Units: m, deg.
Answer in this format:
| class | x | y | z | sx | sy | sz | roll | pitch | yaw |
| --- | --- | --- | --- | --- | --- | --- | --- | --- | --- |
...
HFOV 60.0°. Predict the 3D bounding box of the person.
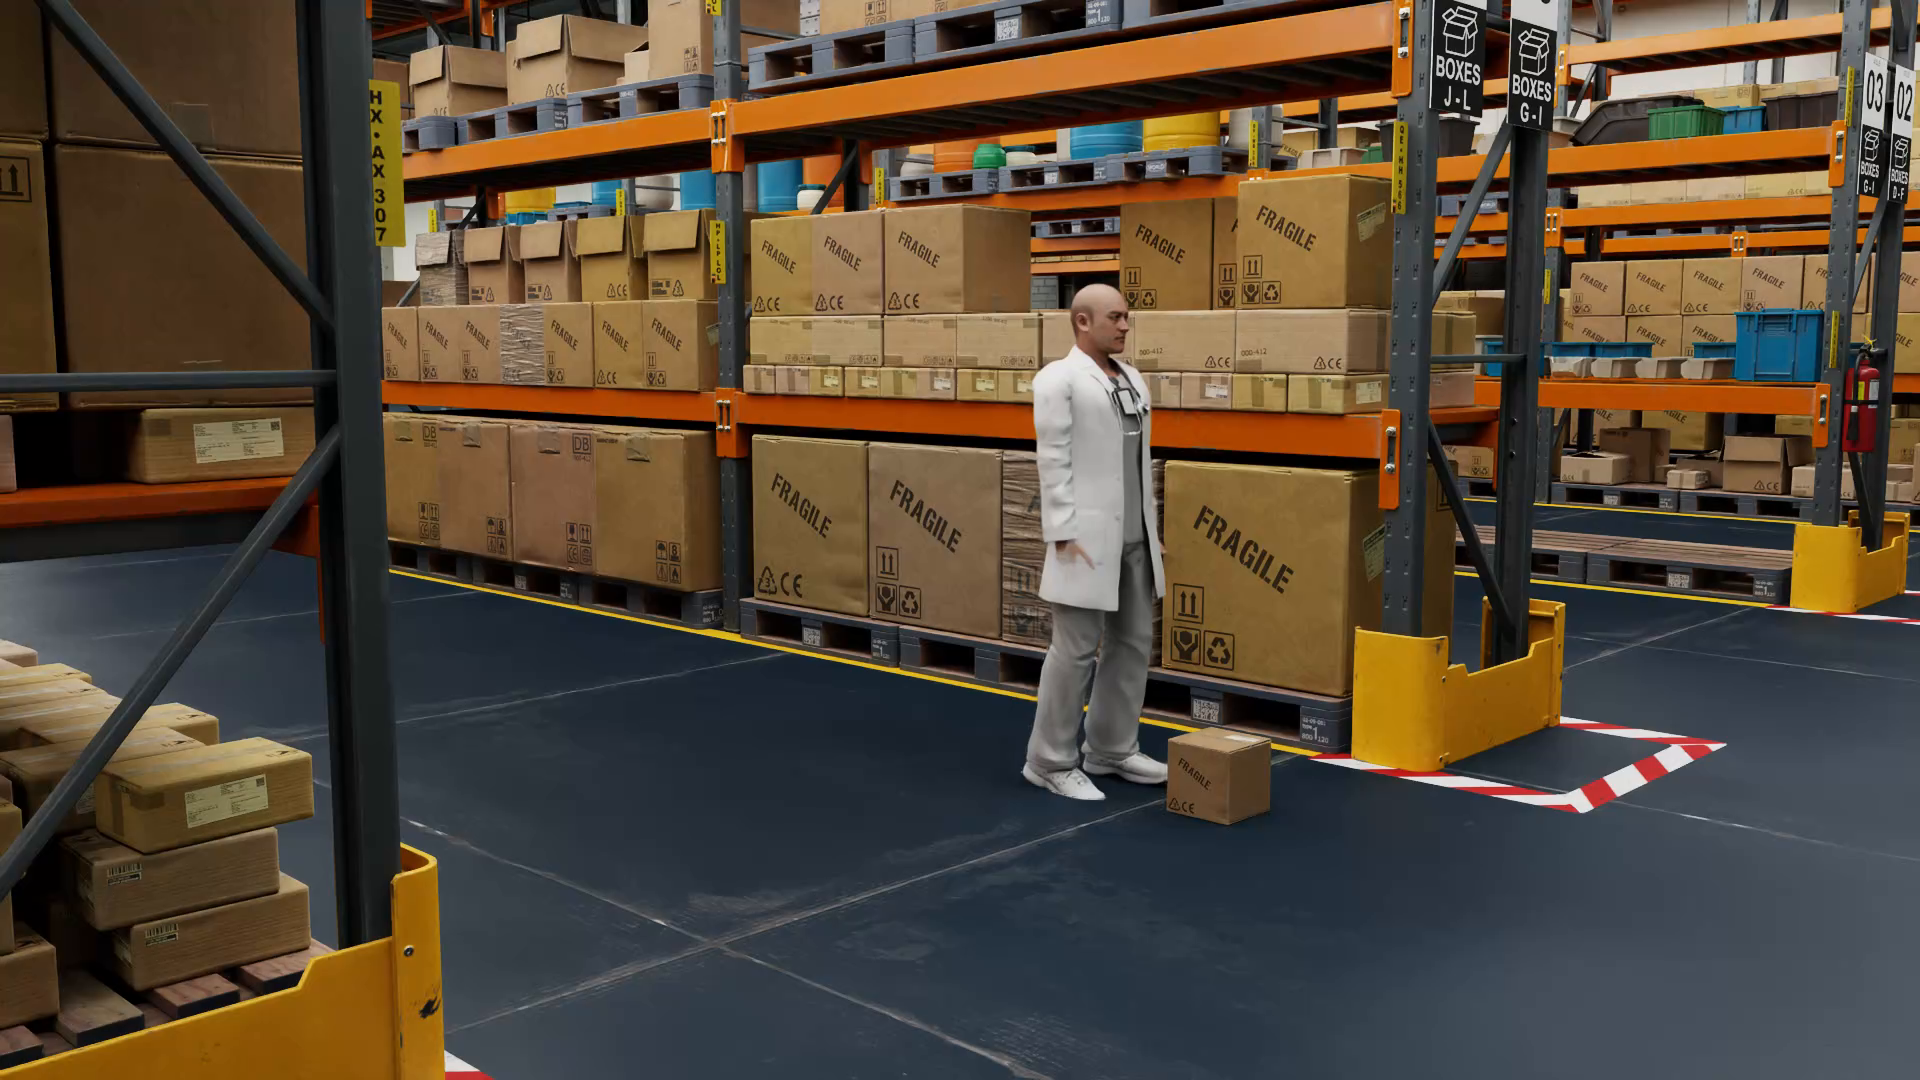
| class | x | y | z | sx | sy | sz | roll | pitch | yaw |
| --- | --- | --- | --- | --- | --- | --- | --- | --- | --- |
| person | 0.511 | 0.013 | 5.885 | 0.438 | 1.818 | 0.566 | 7 | 10 | 44 |
